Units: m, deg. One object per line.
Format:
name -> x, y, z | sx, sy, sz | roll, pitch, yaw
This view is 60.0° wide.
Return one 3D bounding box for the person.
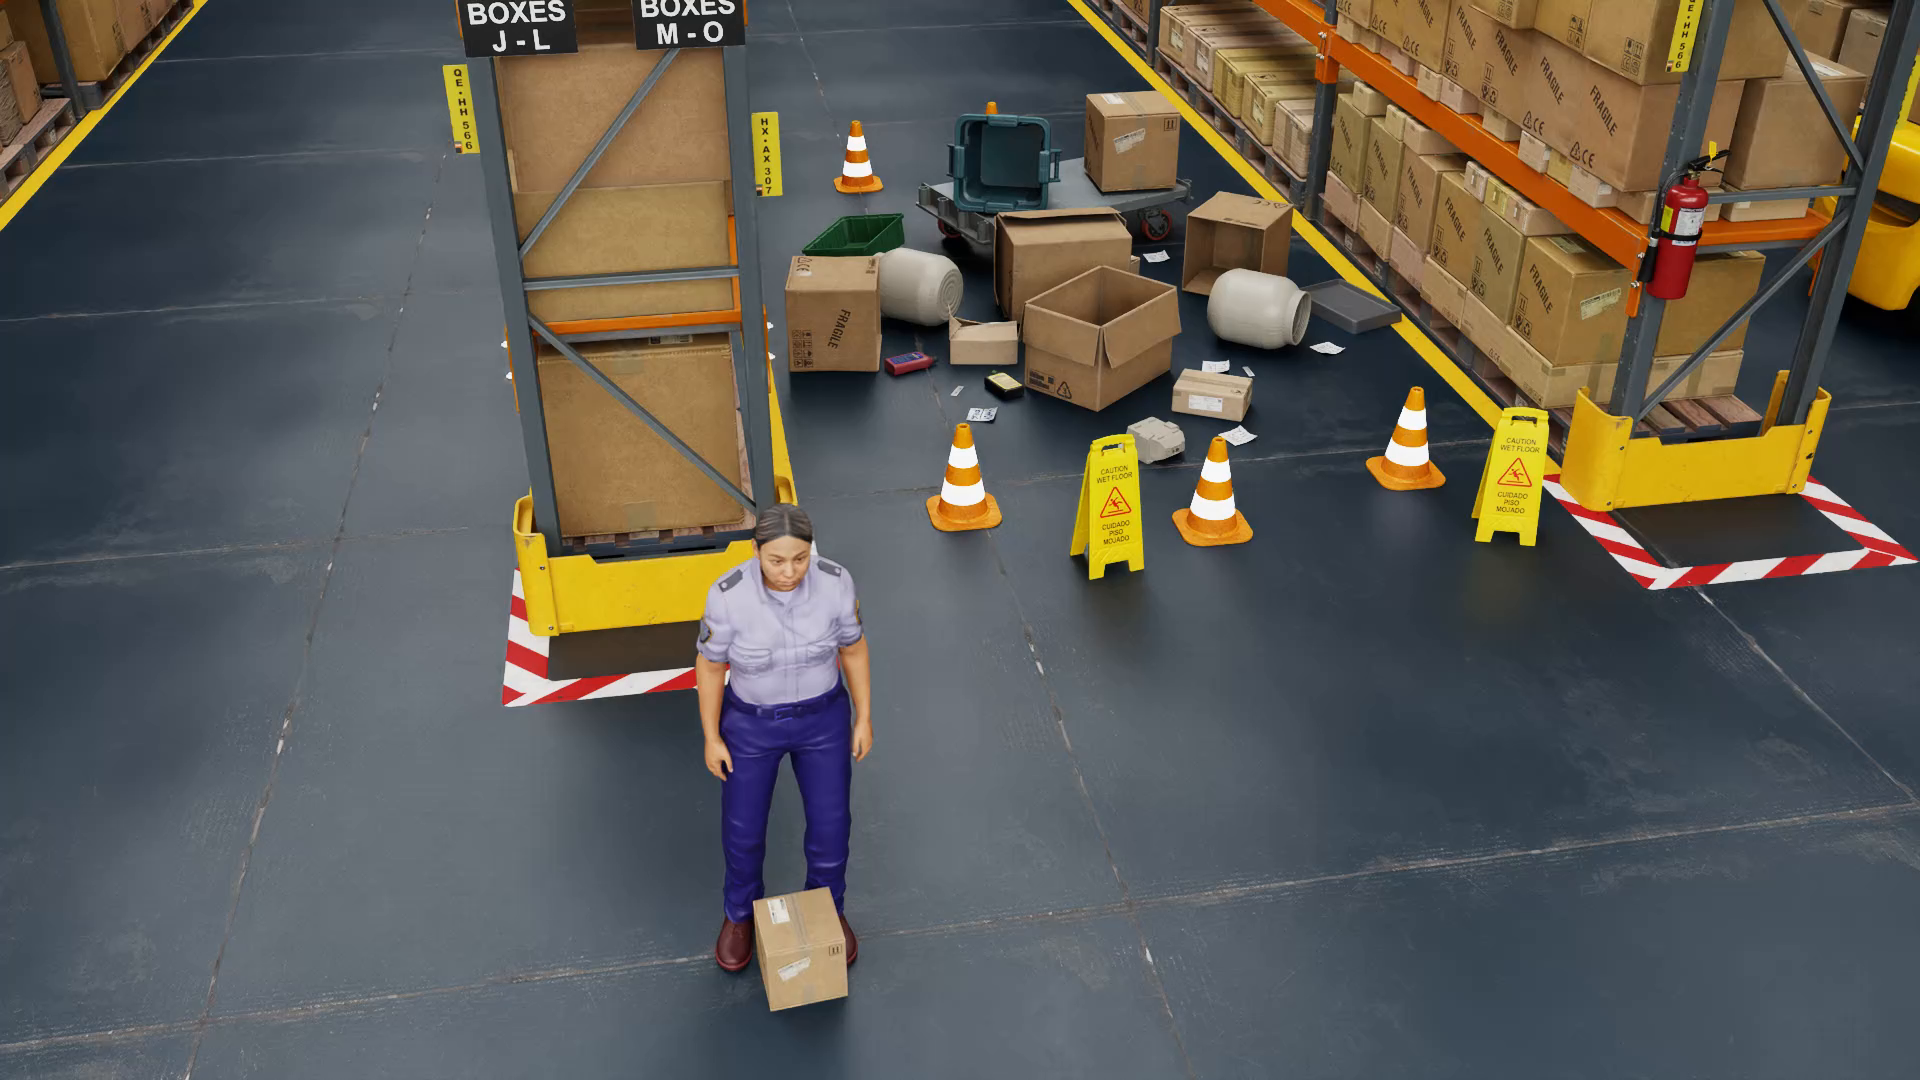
person -> -0.543, 0.598, 5.139 | 0.562, 1.653, 0.418 | -7, 32, -11
